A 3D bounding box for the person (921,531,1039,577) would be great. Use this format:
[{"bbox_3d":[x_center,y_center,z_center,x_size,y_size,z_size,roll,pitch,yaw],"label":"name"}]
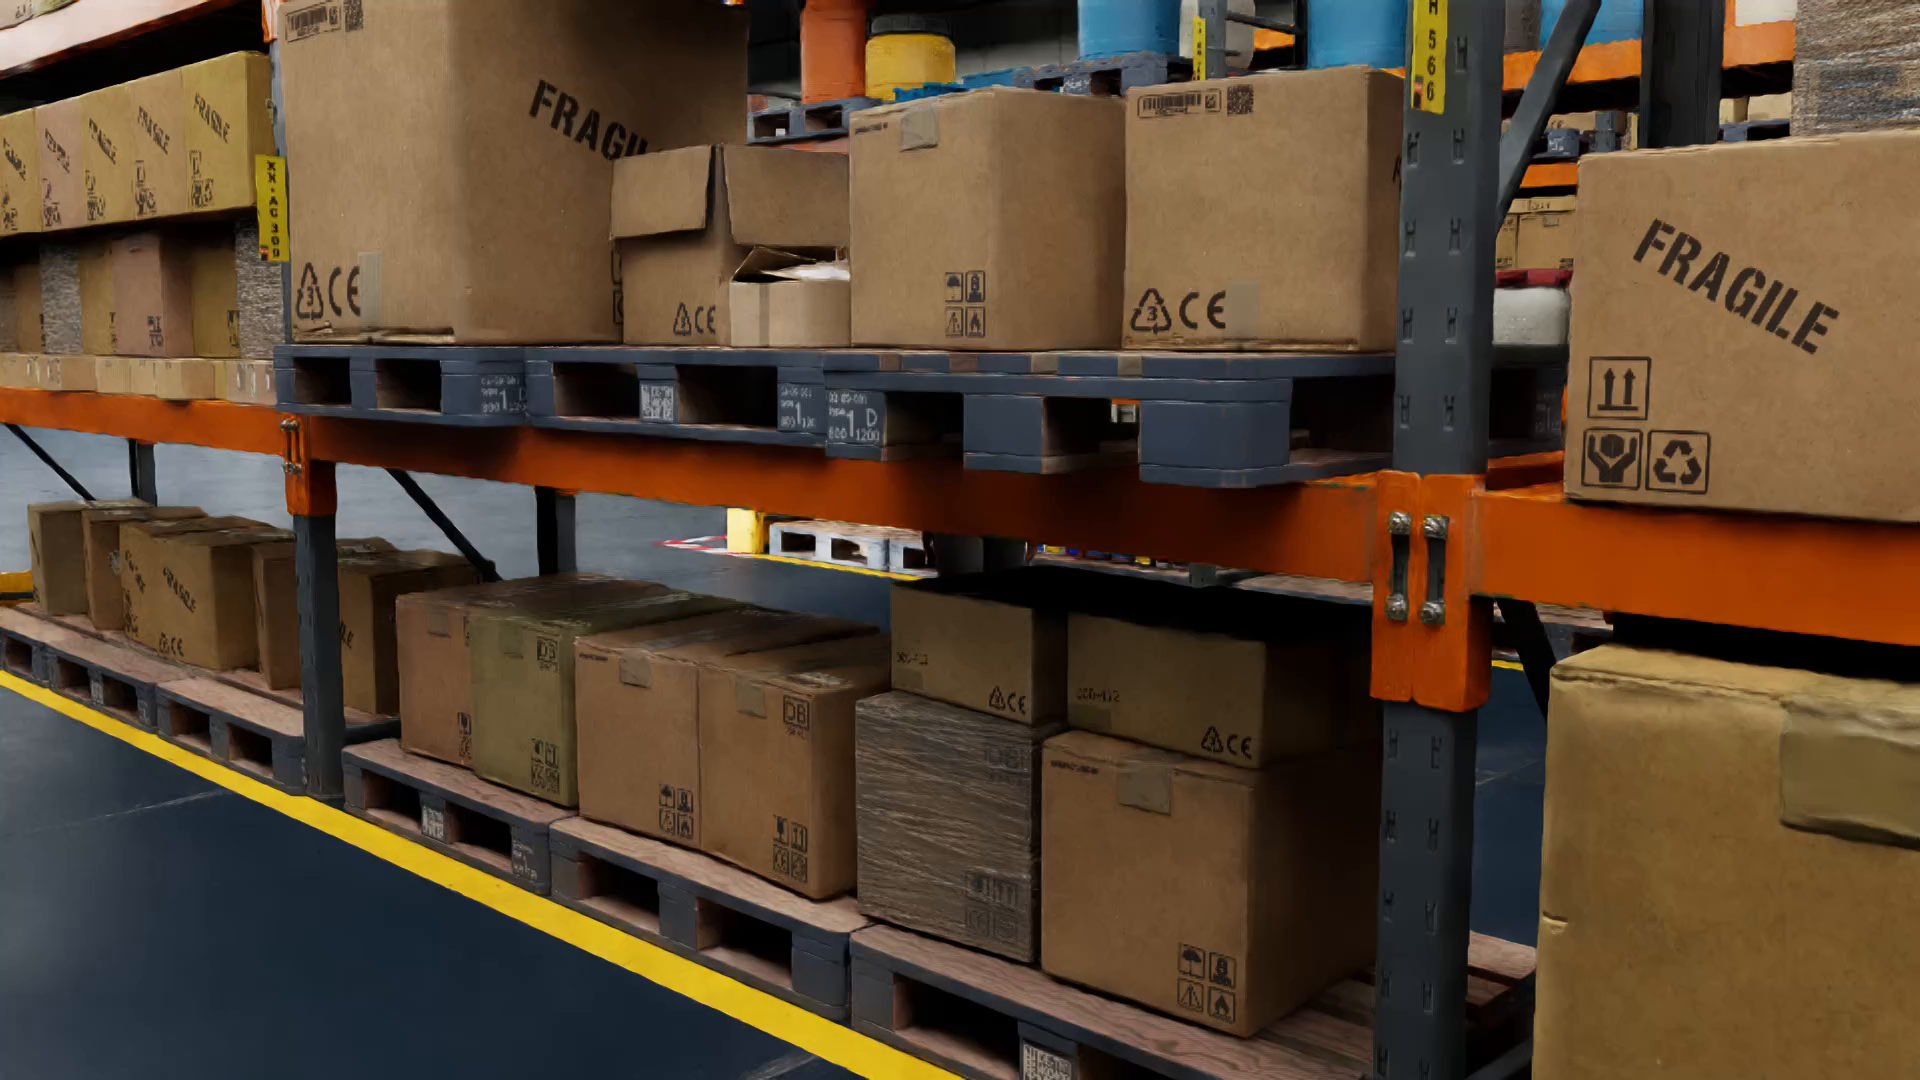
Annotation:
[{"bbox_3d":[0.083,-0.077,6.415,0.475,1.650,0.562,-1,7,-11],"label":"person"}]
